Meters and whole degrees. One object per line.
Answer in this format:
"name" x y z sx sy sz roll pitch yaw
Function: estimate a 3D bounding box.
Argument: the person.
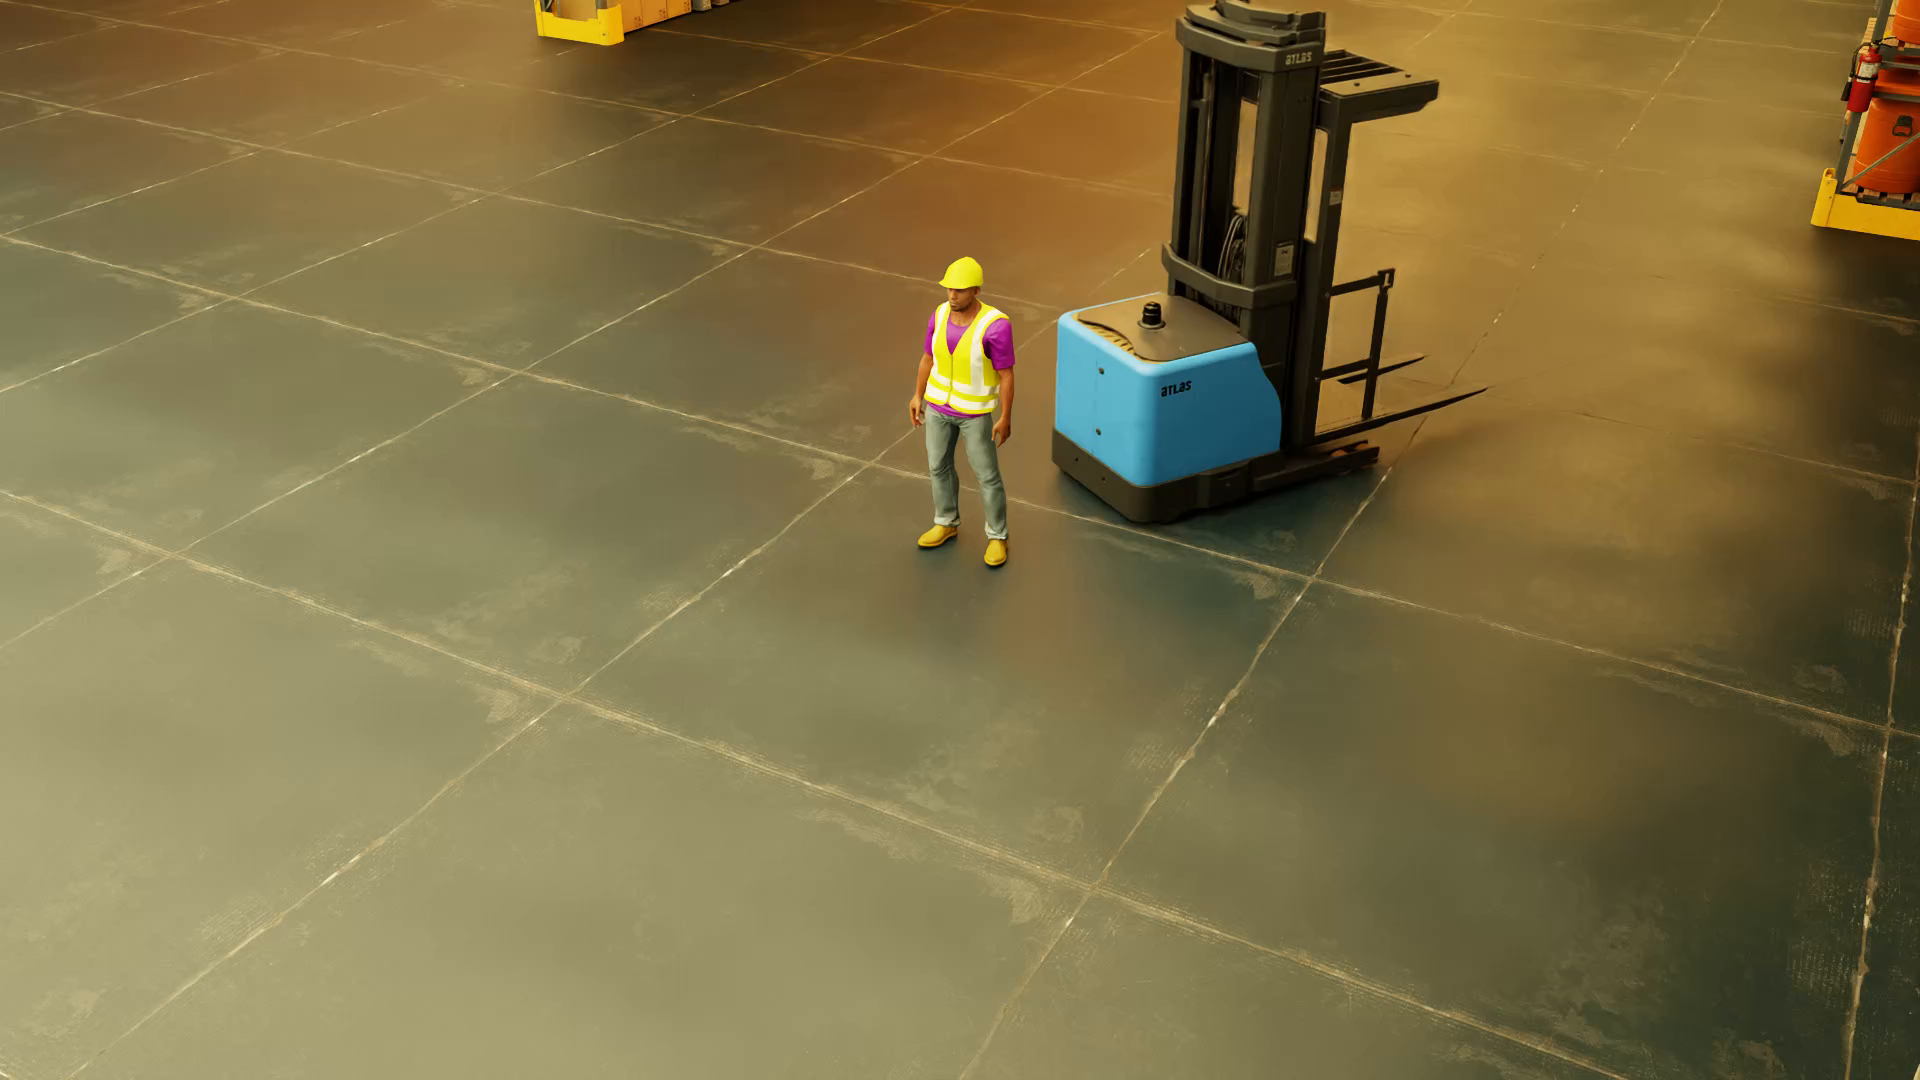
"person" 0.021 -0.757 9.550 0.686 1.769 0.426 15 33 25

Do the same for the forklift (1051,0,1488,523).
"forklift" 2.129 -1.894 10.353 3.031 2.935 1.130 -16 34 -25
